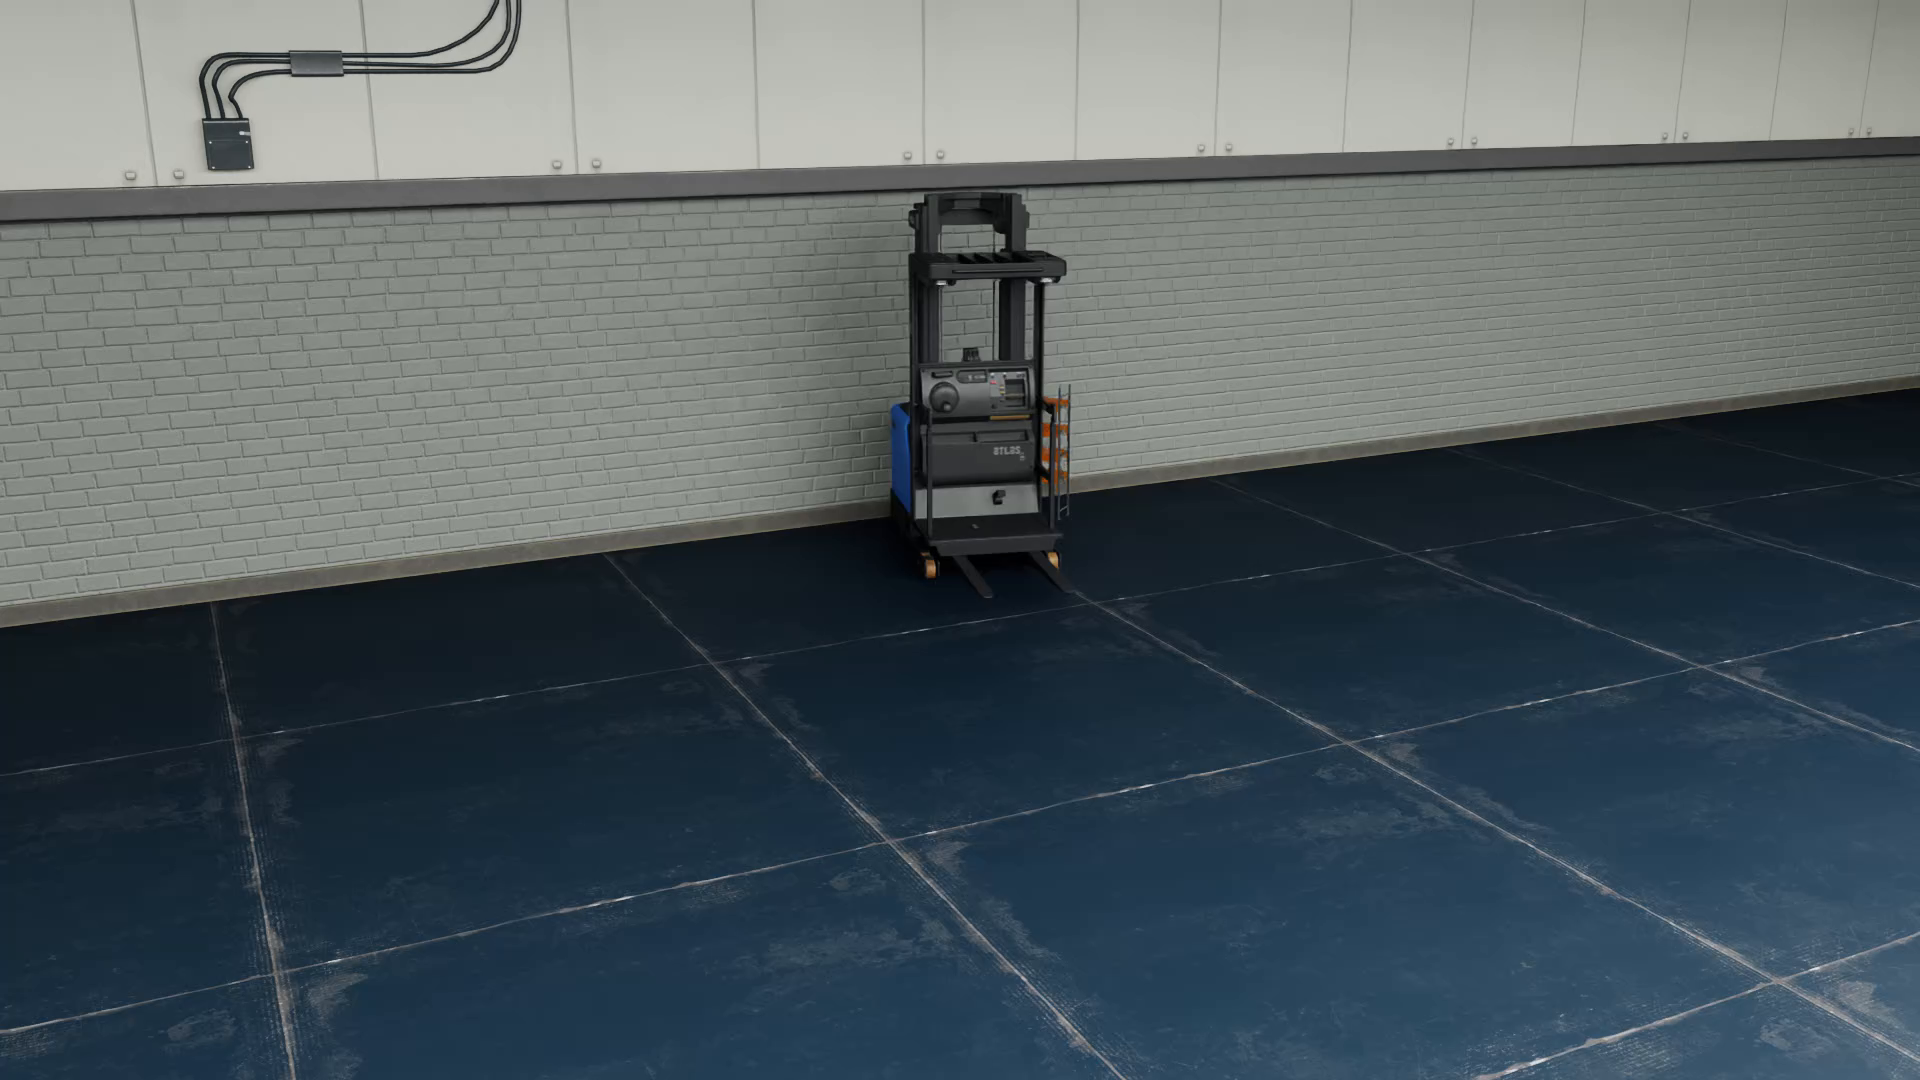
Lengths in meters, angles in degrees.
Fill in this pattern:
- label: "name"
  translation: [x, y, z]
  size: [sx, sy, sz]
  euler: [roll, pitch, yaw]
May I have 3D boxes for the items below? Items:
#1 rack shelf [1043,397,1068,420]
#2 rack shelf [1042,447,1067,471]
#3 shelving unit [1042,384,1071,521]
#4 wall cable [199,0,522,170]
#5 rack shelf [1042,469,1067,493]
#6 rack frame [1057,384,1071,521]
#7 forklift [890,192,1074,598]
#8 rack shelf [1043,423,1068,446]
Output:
- label: "rack shelf"
  translation: [0.702, -1.183, 14.767]
  size: [0.480, 0.148, 0.258]
  euler: [8, 18, 25]
- label: "rack shelf"
  translation: [0.705, -0.742, 14.899]
  size: [0.480, 0.148, 0.258]
  euler: [8, 18, 25]
- label: "shelving unit"
  translation: [0.705, -0.807, 14.880]
  size: [0.503, 1.200, 0.258]
  euler: [8, 18, 25]
- label: "wall cable"
  translation: [-4.322, -5.664, 11.510]
  size: [2.305, 6.003, 0.169]
  euler: [-8, 18, -25]
- label: "rack shelf"
  translation: [0.706, -0.552, 14.956]
  size: [0.480, 0.148, 0.258]
  euler: [8, 18, 25]
- label: "rack frame"
  translation: [0.924, -0.777, 14.777]
  size: [0.015, 1.200, 0.240]
  euler: [8, 18, 25]
- label: "forklift"
  translation: [0.189, -1.207, 13.144]
  size: [1.130, 2.935, 3.031]
  euler: [-3, 16, -12]
- label: "rack shelf"
  translation: [0.704, -0.957, 14.835]
  size: [0.480, 0.148, 0.258]
  euler: [8, 18, 25]
